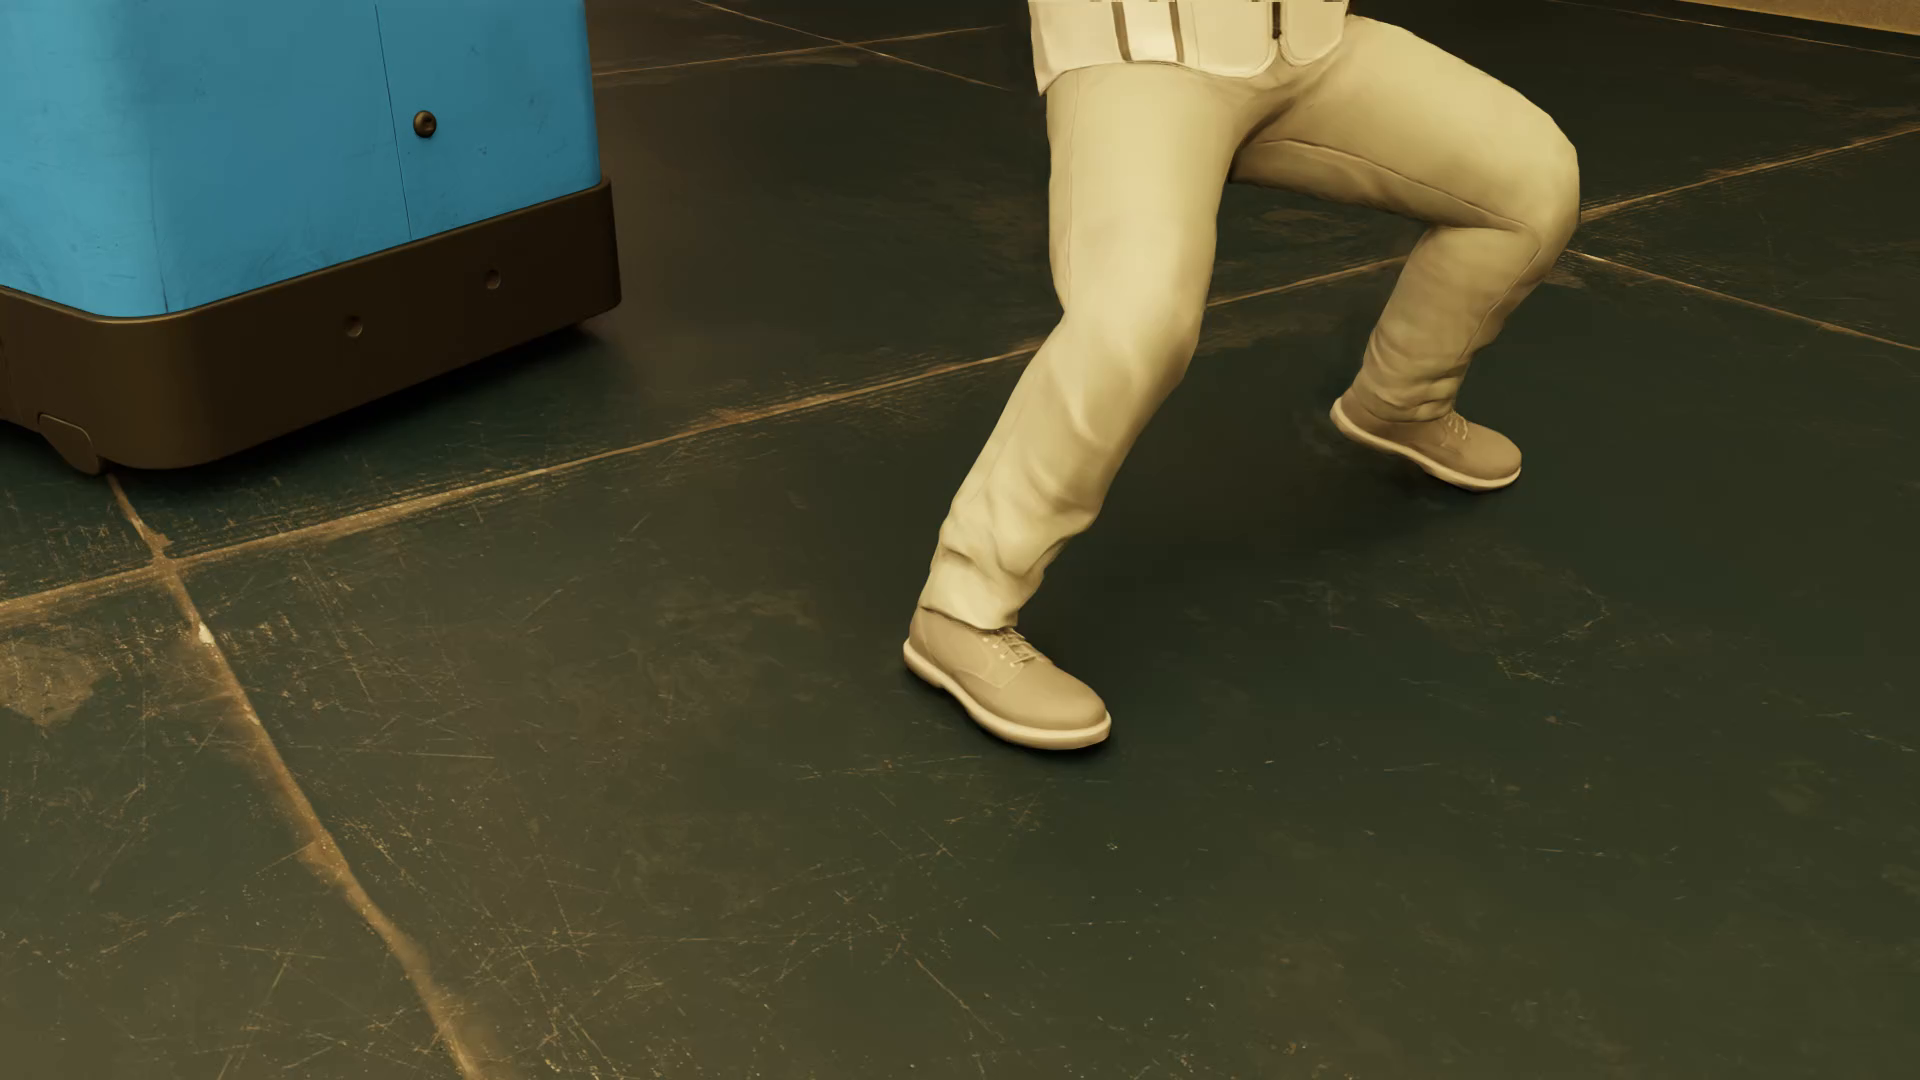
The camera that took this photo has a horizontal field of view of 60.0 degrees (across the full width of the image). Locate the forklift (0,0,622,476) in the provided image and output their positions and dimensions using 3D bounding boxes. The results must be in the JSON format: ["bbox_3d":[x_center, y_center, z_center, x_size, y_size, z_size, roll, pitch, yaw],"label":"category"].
[{"bbox_3d":[-2.179,-1.904,3.027,3.031,2.935,1.130,16,31,29],"label":"forklift"}]

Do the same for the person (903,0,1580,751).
[{"bbox_3d":[0.421,-0.639,2.075,1.144,1.521,0.746,-13,29,-24],"label":"person"}]
